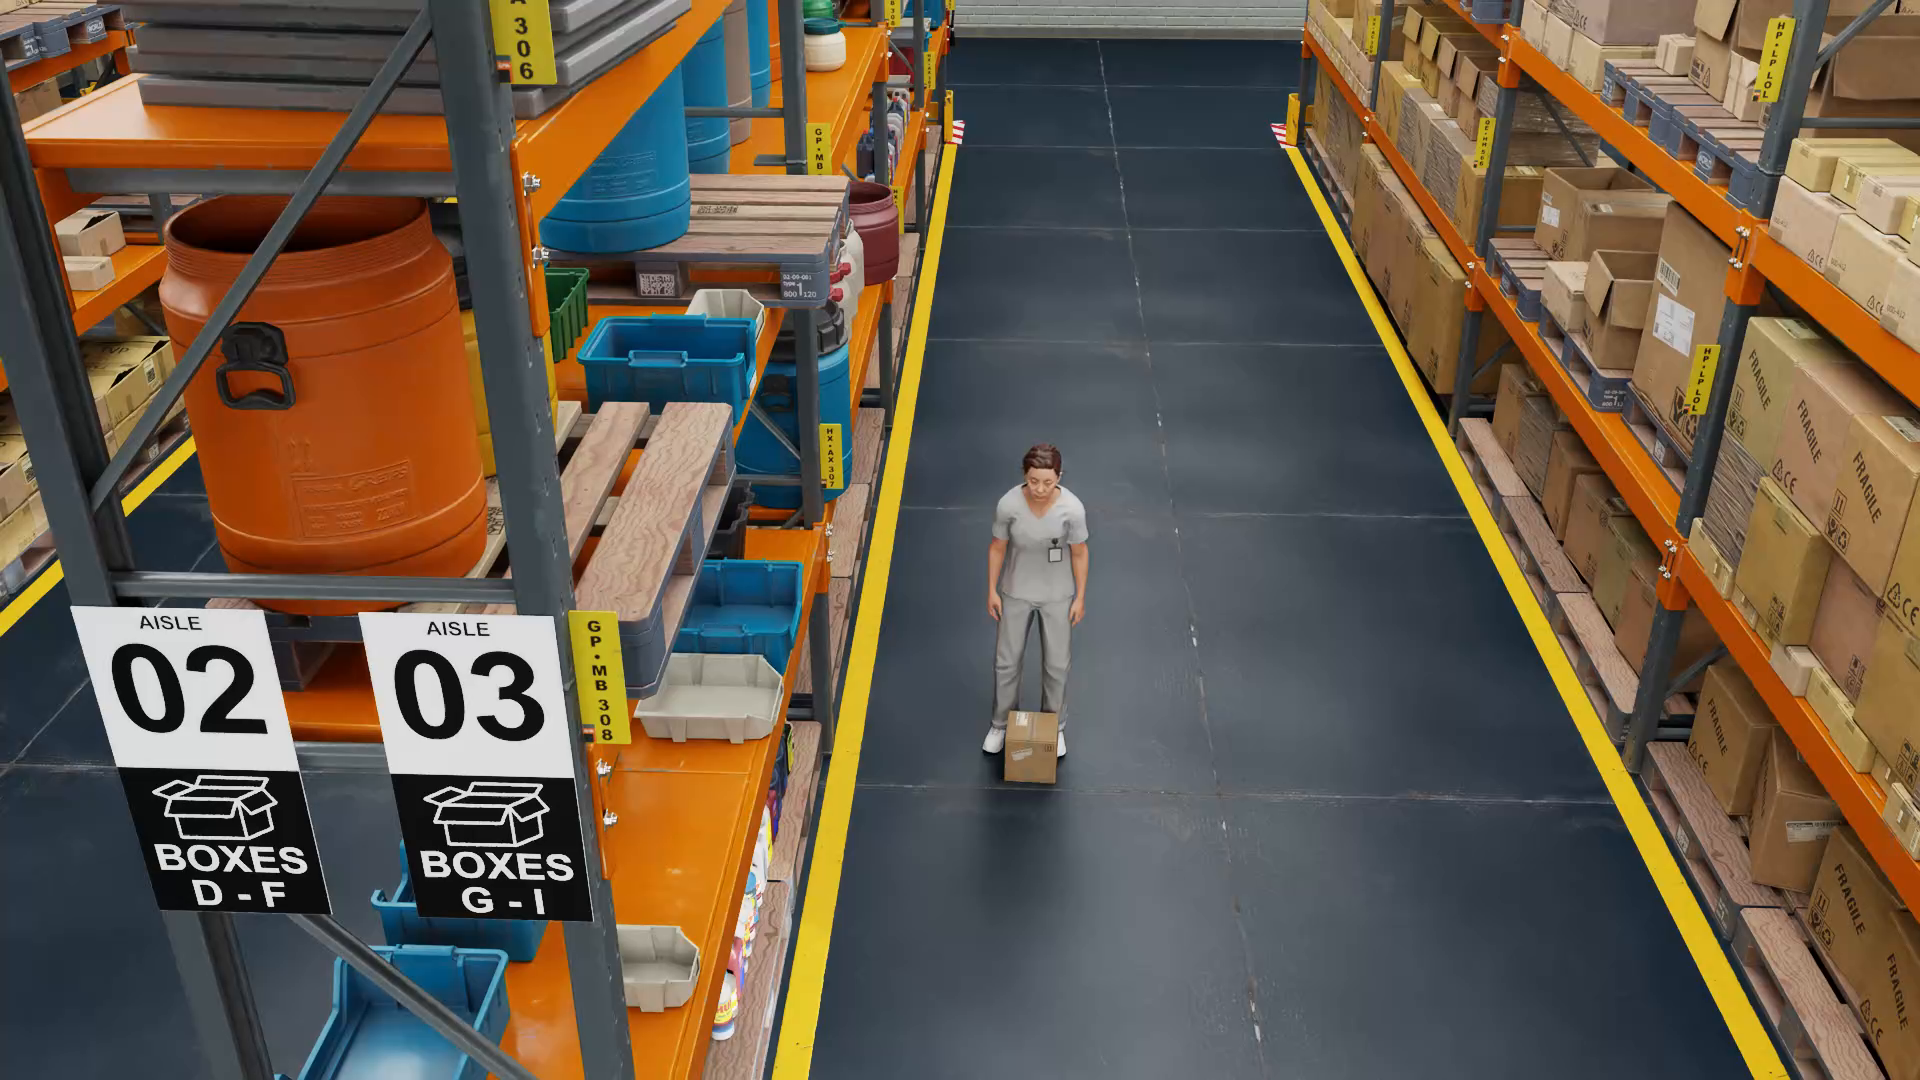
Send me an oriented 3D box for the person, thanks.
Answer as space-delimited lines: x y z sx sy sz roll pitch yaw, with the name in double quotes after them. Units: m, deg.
0.373 0.280 8.098 0.487 1.673 0.356 3 28 6 "person"
